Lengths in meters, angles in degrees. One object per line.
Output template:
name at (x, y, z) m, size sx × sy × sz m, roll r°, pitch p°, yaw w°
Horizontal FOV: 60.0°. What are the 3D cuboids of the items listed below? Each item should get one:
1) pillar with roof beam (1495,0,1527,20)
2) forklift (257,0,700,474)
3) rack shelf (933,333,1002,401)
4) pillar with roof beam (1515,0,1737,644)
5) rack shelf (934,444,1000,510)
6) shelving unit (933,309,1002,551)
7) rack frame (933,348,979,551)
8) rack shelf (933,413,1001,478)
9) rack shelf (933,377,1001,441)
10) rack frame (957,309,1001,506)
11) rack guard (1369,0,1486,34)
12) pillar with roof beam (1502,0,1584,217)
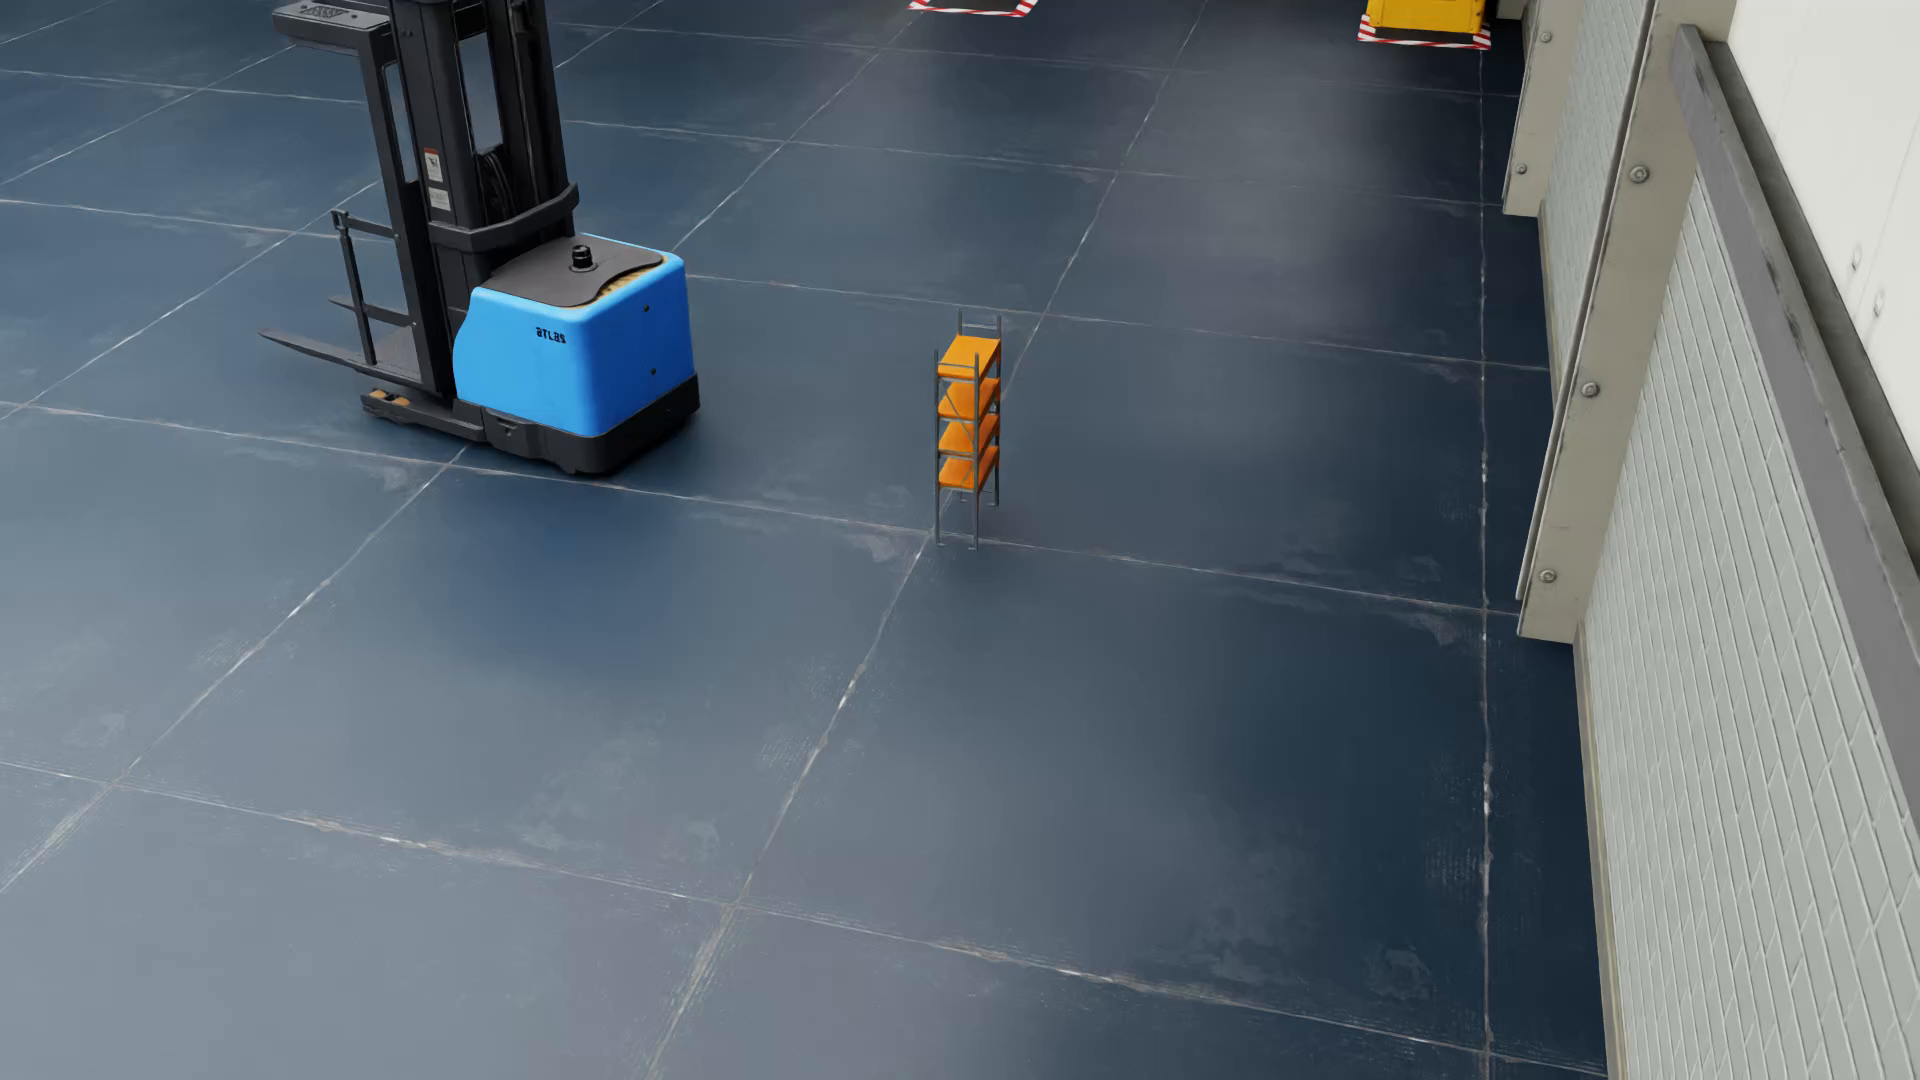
pillar with roof beam at (1.922, -10.203, 16.912) m, size 9.100 × 9.000 × 0.400 m, roll 8°, pitch 33°, yaw 12°
forklift at (-3.169, -2.187, 9.958) m, size 3.031 × 2.935 × 1.130 m, roll 17°, pitch 36°, yaw 24°
rack shelf at (0.042, -0.924, 8.852) m, size 0.258 × 0.148 × 0.480 m, roll 8°, pitch 33°, yaw 12°
pillar with roof beam at (-1.123, -3.976, 7.117) m, size 9.100 × 9.000 × 0.400 m, roll 8°, pitch 33°, yaw 12°
rack shelf at (0.042, -0.368, 9.206) m, size 0.258 × 0.148 × 0.480 m, roll 8°, pitch 33°, yaw 12°
shelving unit at (0.042, -0.592, 9.063) m, size 0.258 × 1.200 × 0.503 m, roll 8°, pitch 33°, yaw 12°
rack frame at (-0.020, -0.466, 8.864) m, size 0.240 × 1.200 × 0.015 m, roll 8°, pitch 33°, yaw 12°
rack shelf at (0.042, -0.535, 9.099) m, size 0.258 × 0.148 × 0.480 m, roll 8°, pitch 33°, yaw 12°
rack shelf at (0.042, -0.724, 8.979) m, size 0.258 × 0.148 × 0.480 m, roll 8°, pitch 33°, yaw 12°
rack frame at (0.104, -0.719, 9.262) m, size 0.240 × 1.200 × 0.015 m, roll 8°, pitch 33°, yaw 12°
rack guard at (5.031, -5.780, 17.875) m, size 1.175 × 0.500 × 0.348 m, roll 8°, pitch 33°, yaw 12°
pillar with roof beam at (0.399, -7.090, 12.015) m, size 9.100 × 9.000 × 0.400 m, roll 8°, pitch 33°, yaw 12°
